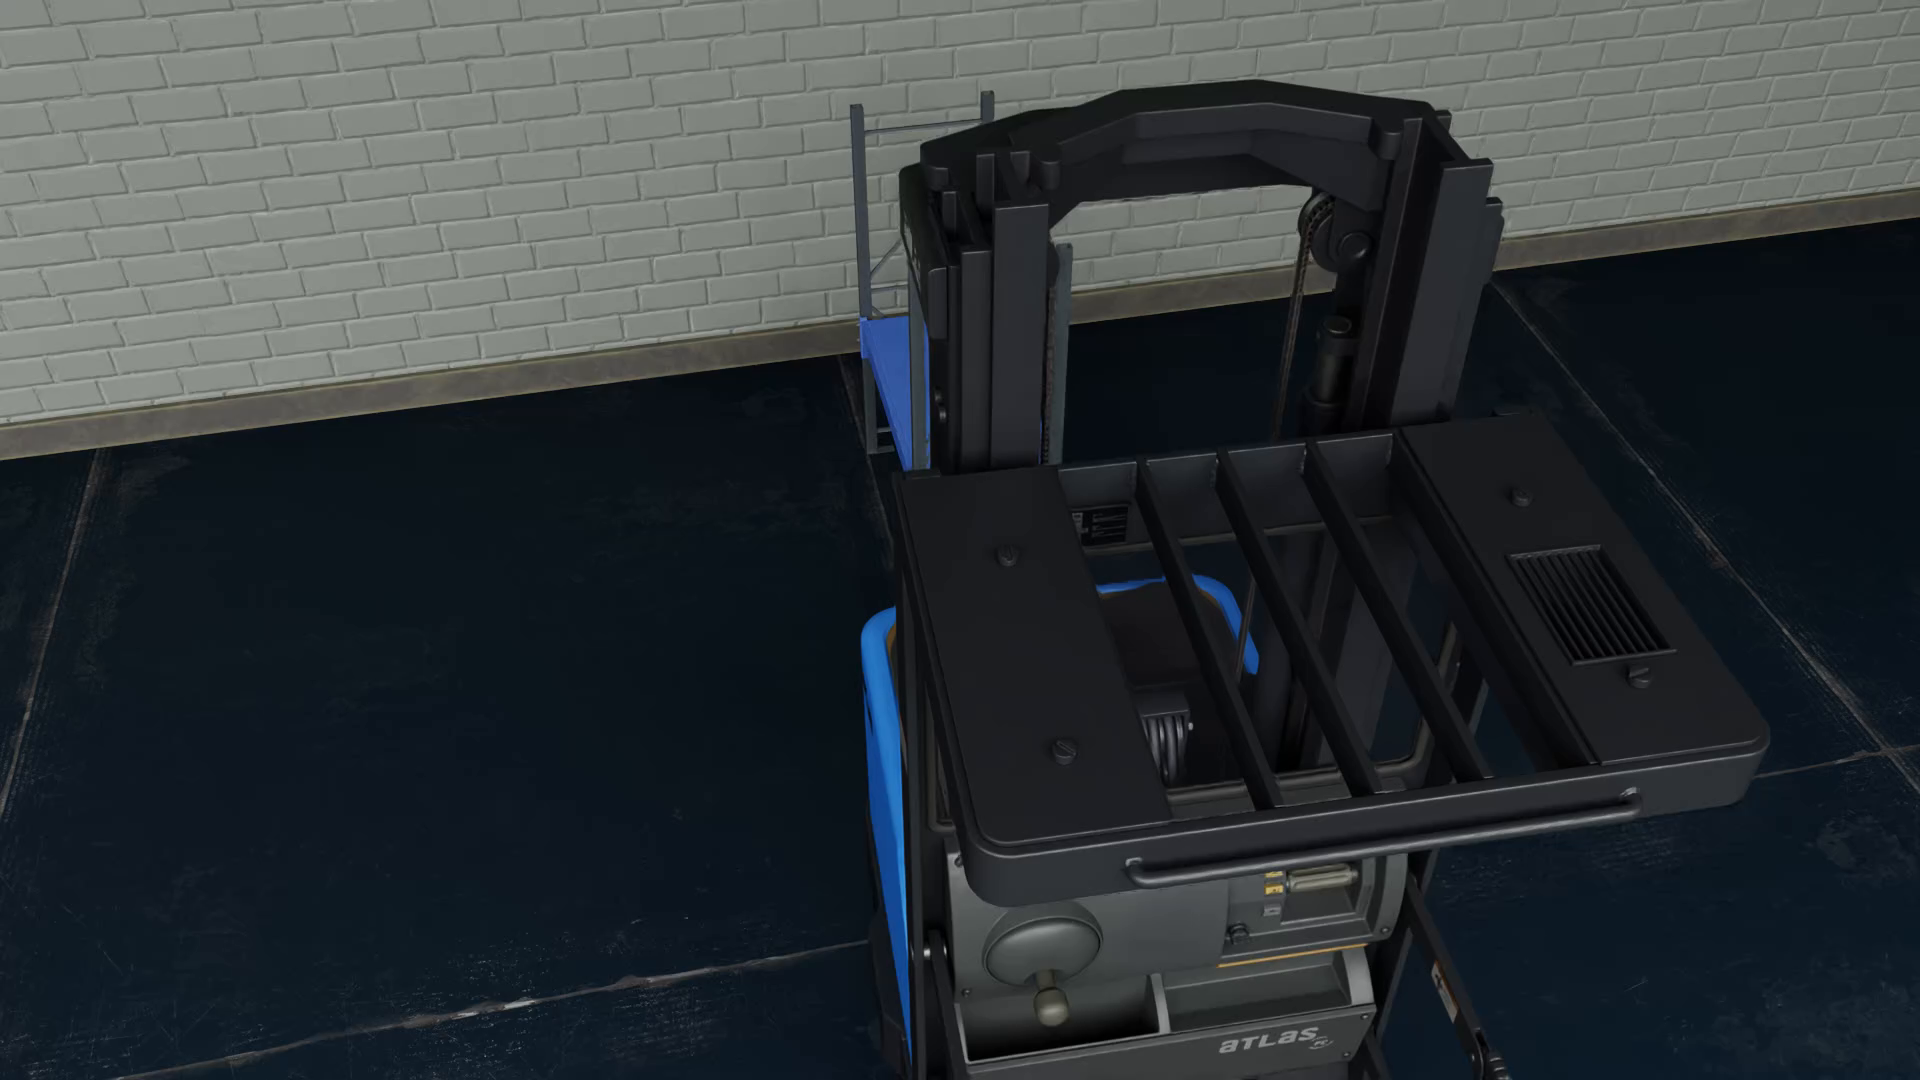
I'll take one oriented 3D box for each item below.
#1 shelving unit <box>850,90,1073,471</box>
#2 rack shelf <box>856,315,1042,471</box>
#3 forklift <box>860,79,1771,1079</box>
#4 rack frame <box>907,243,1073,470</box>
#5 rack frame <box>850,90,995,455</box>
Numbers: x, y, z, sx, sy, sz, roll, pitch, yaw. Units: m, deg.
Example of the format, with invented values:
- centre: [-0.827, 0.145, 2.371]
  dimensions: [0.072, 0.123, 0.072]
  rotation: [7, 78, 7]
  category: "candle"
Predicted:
- centre: [-0.018, -0.616, 5.814]
  dimensions: [0.538, 1.500, 1.048]
  rotation: [-8, 42, -9]
  category: "shelving unit"
- centre: [-0.018, -0.482, 5.934]
  dimensions: [0.538, 0.185, 1.000]
  rotation: [-8, 42, -9]
  category: "rack shelf"
- centre: [0.476, 0.801, 3.140]
  dimensions: [1.130, 2.935, 3.031]
  rotation: [-6, 42, -7]
  category: "forklift"
- centre: [0.091, -0.287, 5.443]
  dimensions: [0.500, 1.500, 0.032]
  rotation: [-8, 42, -9]
  category: "rack frame"
- centre: [-0.128, -0.946, 6.186]
  dimensions: [0.500, 1.500, 0.032]
  rotation: [-8, 42, -9]
  category: "rack frame"
